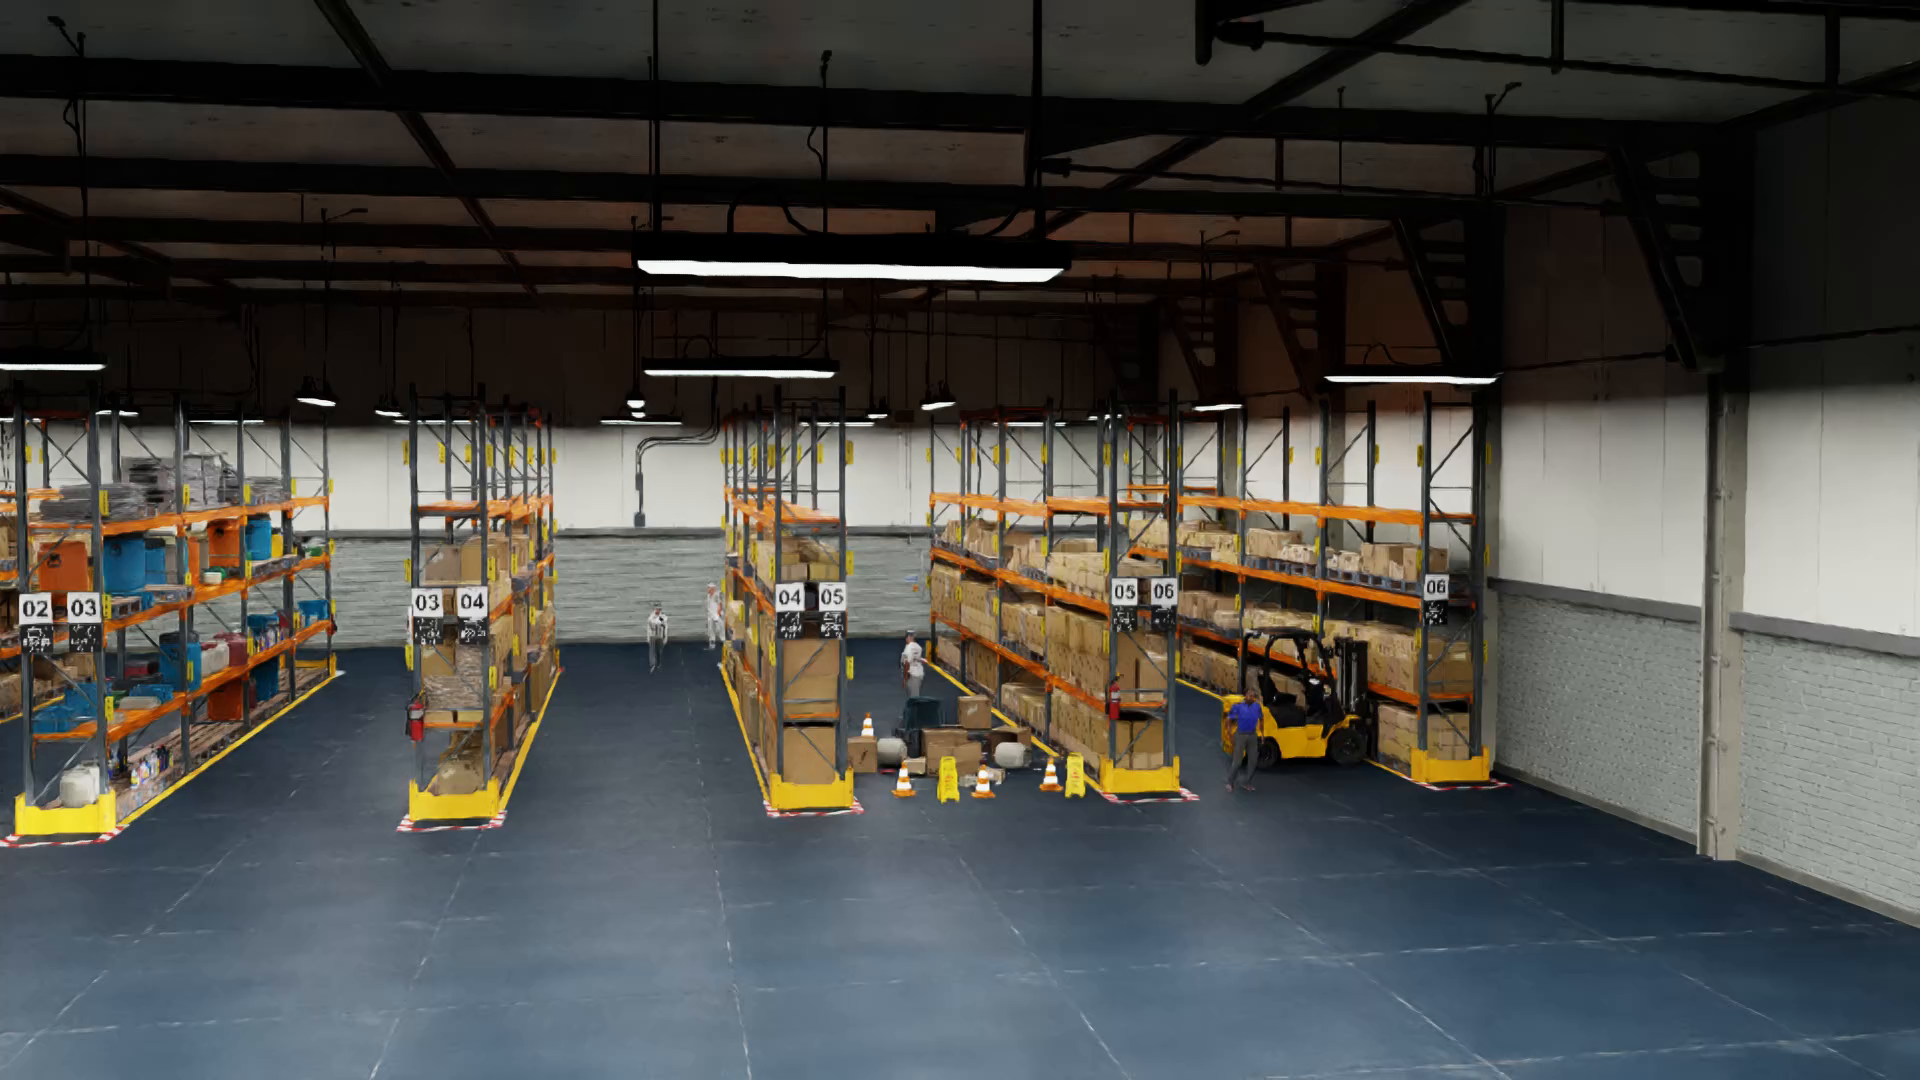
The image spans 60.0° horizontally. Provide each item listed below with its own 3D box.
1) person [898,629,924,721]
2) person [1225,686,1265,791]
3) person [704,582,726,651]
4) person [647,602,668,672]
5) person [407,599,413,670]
[{"bbox_3d":[-0.926,2.544,30.971,0.580,1.746,0.655,1,3,18],"label":"person"},{"bbox_3d":[4.244,2.954,24.779,0.592,1.598,0.518,-1,3,-12],"label":"person"},{"bbox_3d":[-6.276,1.958,42.727,0.566,1.784,0.620,3,4,43],"label":"person"},{"bbox_3d":[-7.018,2.228,38.593,0.489,1.588,1.074,-1,3,-13],"label":"person"},{"bbox_3d":[-12.749,2.155,39.127,0.579,1.732,1.042,-1,3,-11],"label":"person"}]
